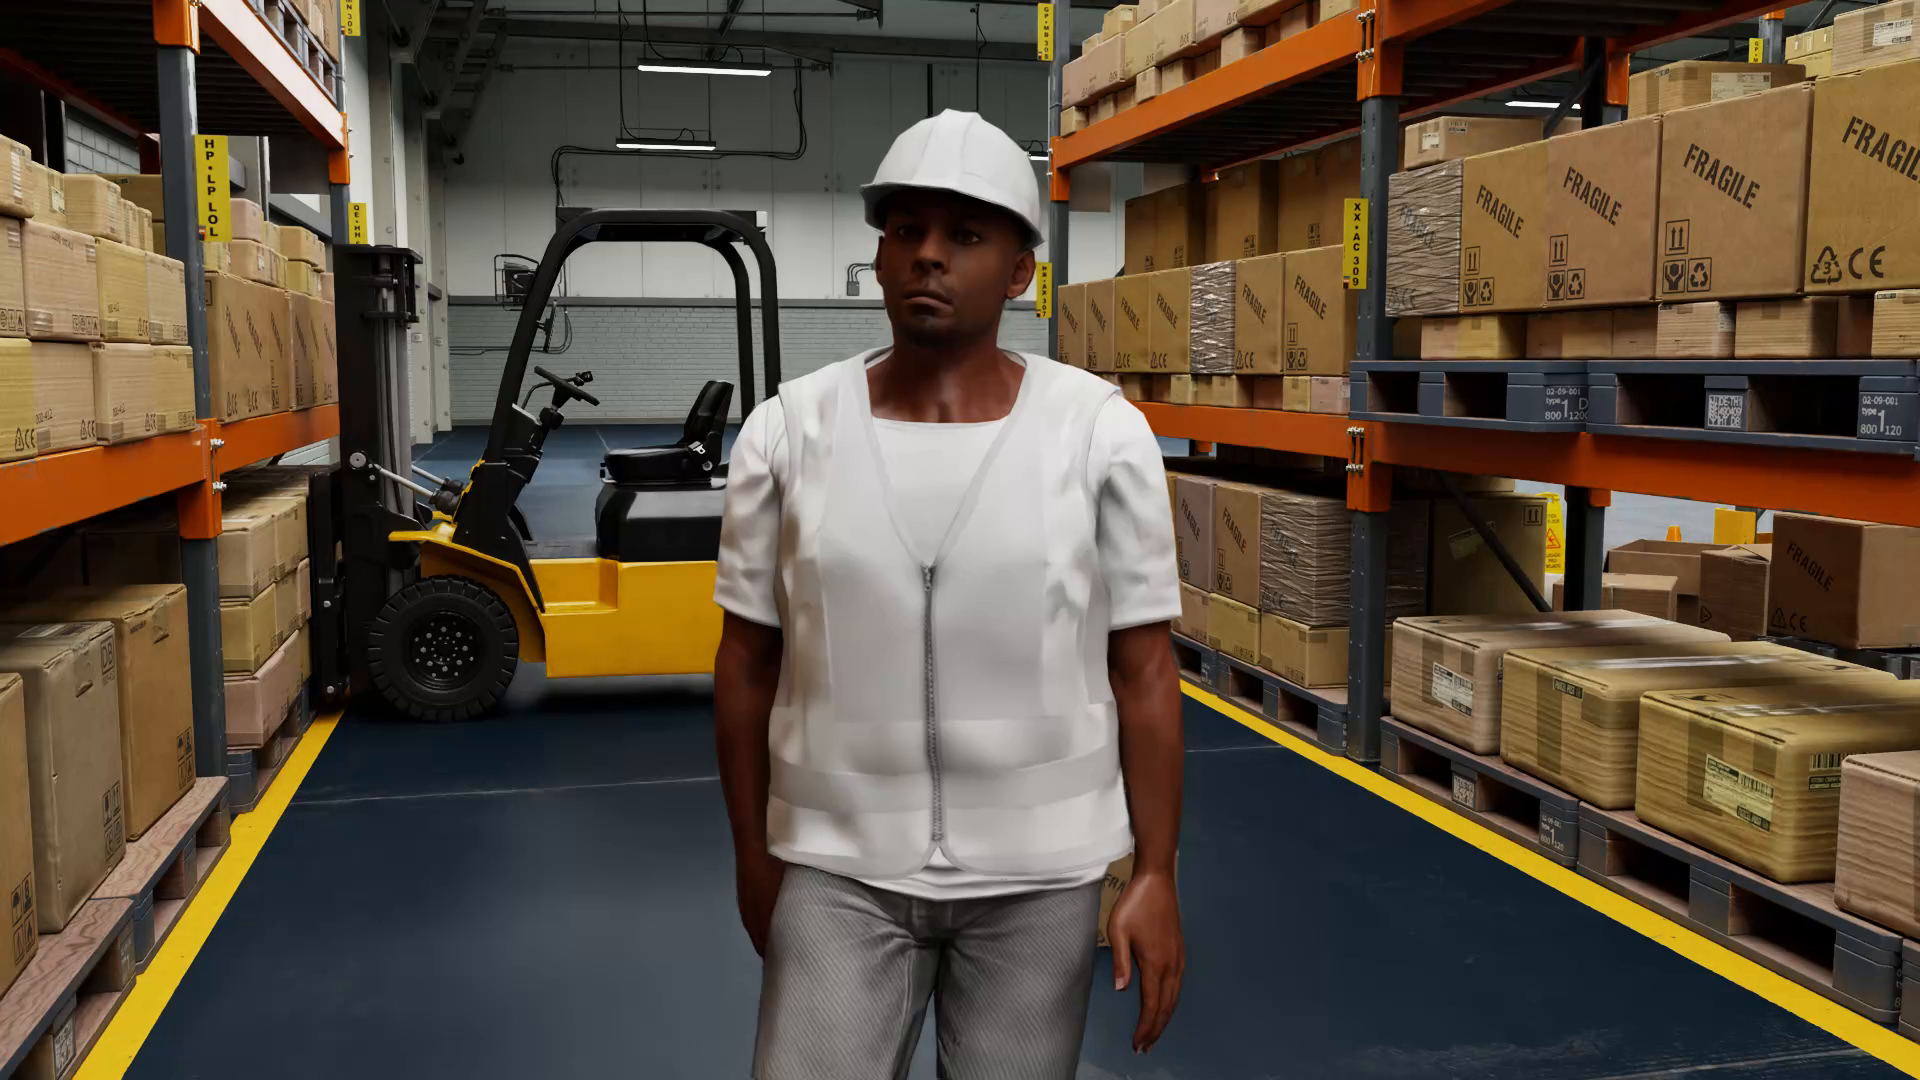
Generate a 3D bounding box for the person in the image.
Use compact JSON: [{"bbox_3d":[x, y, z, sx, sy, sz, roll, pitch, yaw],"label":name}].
[{"bbox_3d":[-0.020,0.042,1.944,0.568,1.069,0.347,0,6,2],"label":"person"}]
